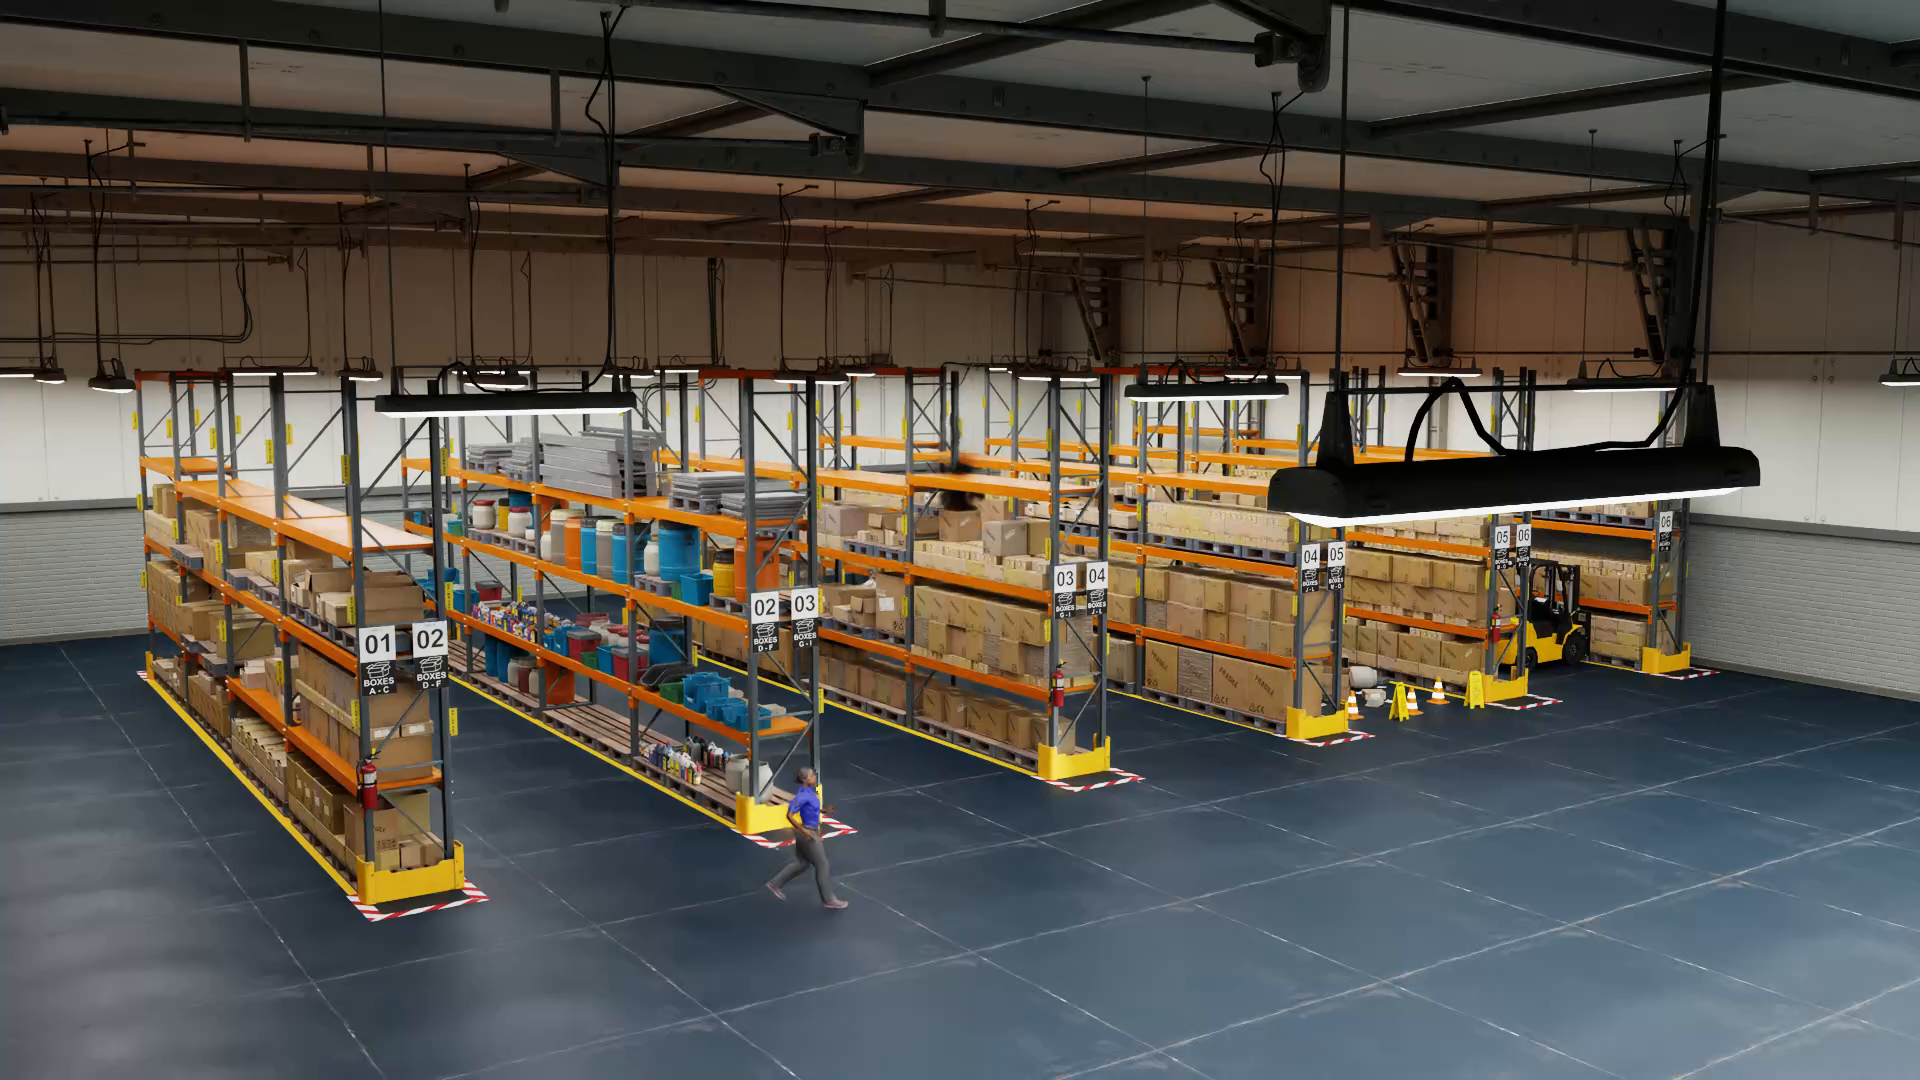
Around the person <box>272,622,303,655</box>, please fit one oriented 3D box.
[{"bbox_3d":[-12.852,1.880,32.078,0.660,1.679,0.570,-5,8,-37],"label":"person"}]

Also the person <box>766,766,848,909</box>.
[{"bbox_3d":[-1.727,3.370,18.871,0.898,1.635,0.581,-1,6,-6],"label":"person"}]

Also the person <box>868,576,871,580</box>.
[{"bbox_3d":[-2.196,0.680,42.822,0.695,1.734,0.590,-4,8,-34],"label":"person"}]

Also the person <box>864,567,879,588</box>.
[{"bbox_3d":[-1.877,1.425,35.879,0.629,1.722,0.867,-5,8,-35],"label":"person"}]
